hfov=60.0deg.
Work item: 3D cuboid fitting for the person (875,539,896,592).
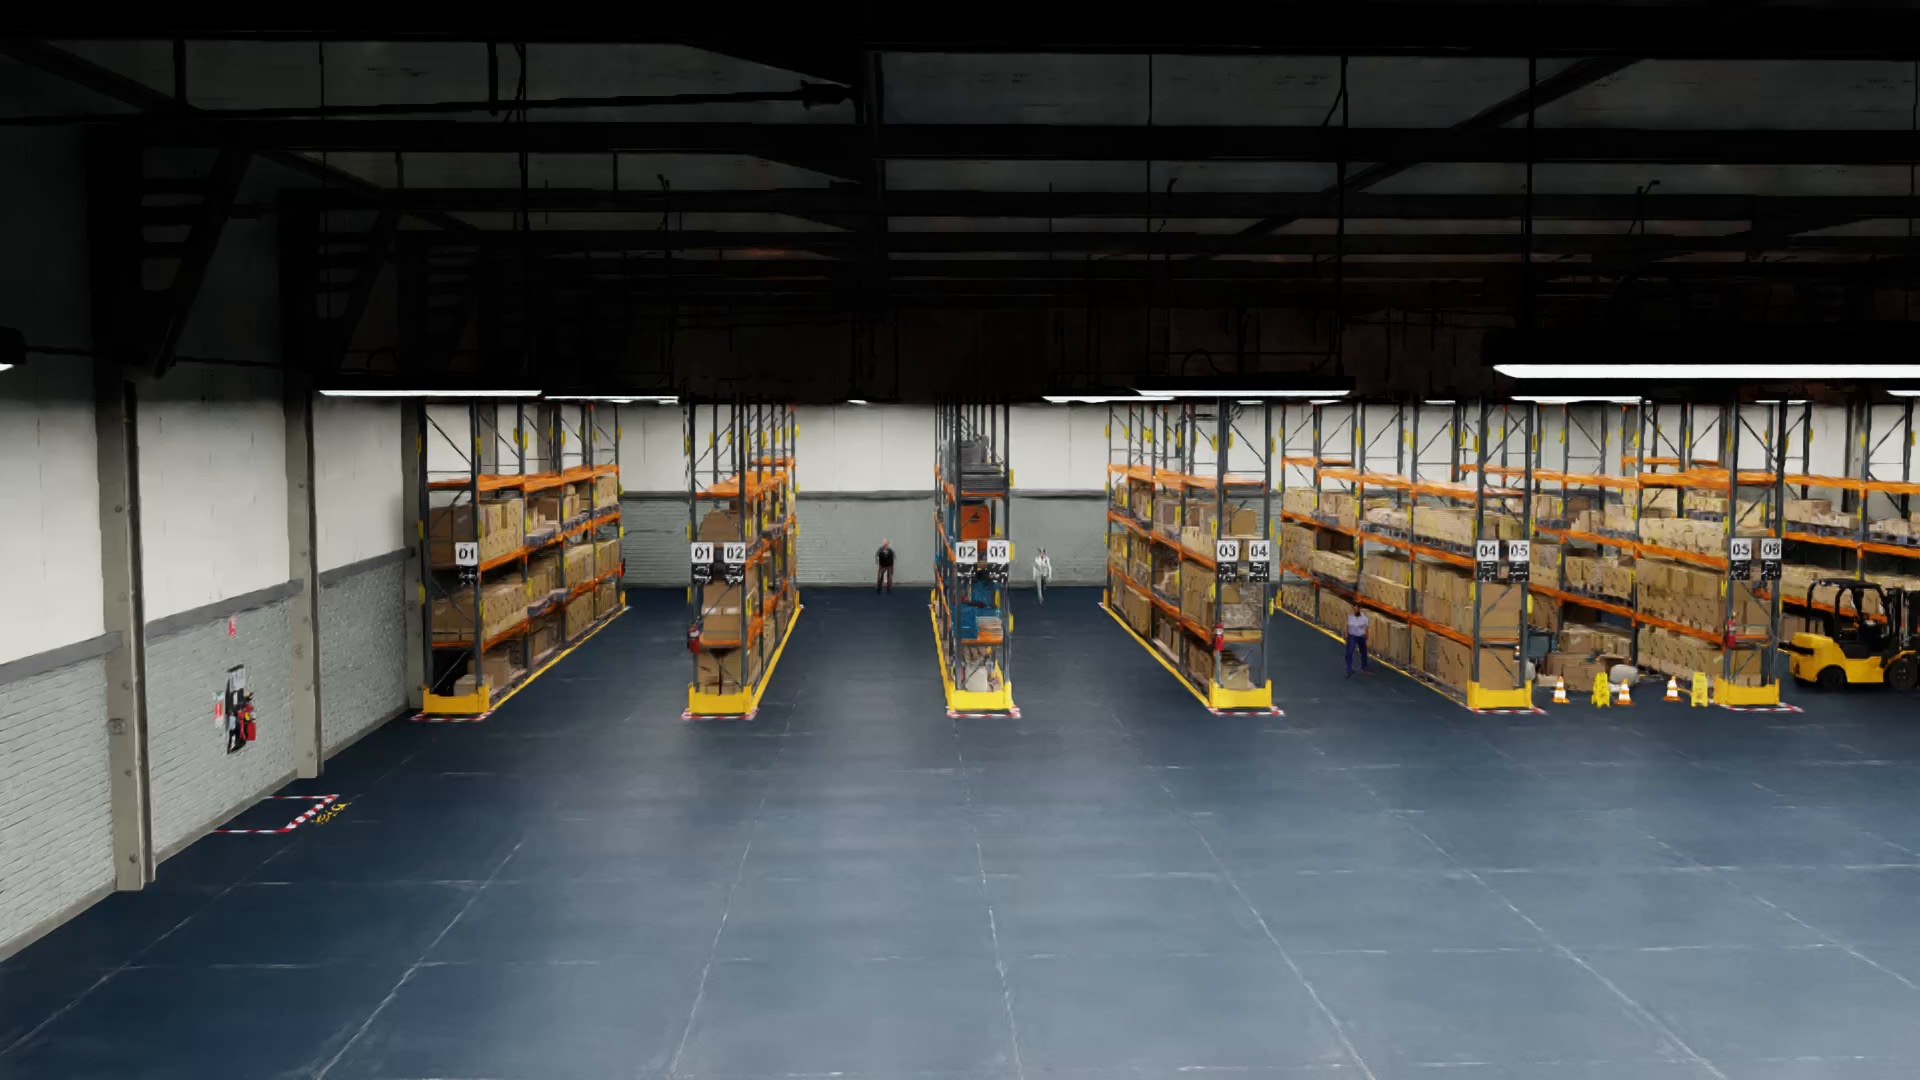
[{"bbox_3d":[-2.296,0.834,51.281,0.677,1.585,0.534,0,5,-4],"label":"person"}]

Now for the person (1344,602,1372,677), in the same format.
[{"bbox_3d":[8.454,2.101,35.315,0.527,1.582,0.914,2,5,19],"label":"person"}]

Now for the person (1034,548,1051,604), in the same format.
[{"bbox_3d":[2.409,1.021,48.481,0.500,1.625,0.998,0,5,-3],"label":"person"}]
